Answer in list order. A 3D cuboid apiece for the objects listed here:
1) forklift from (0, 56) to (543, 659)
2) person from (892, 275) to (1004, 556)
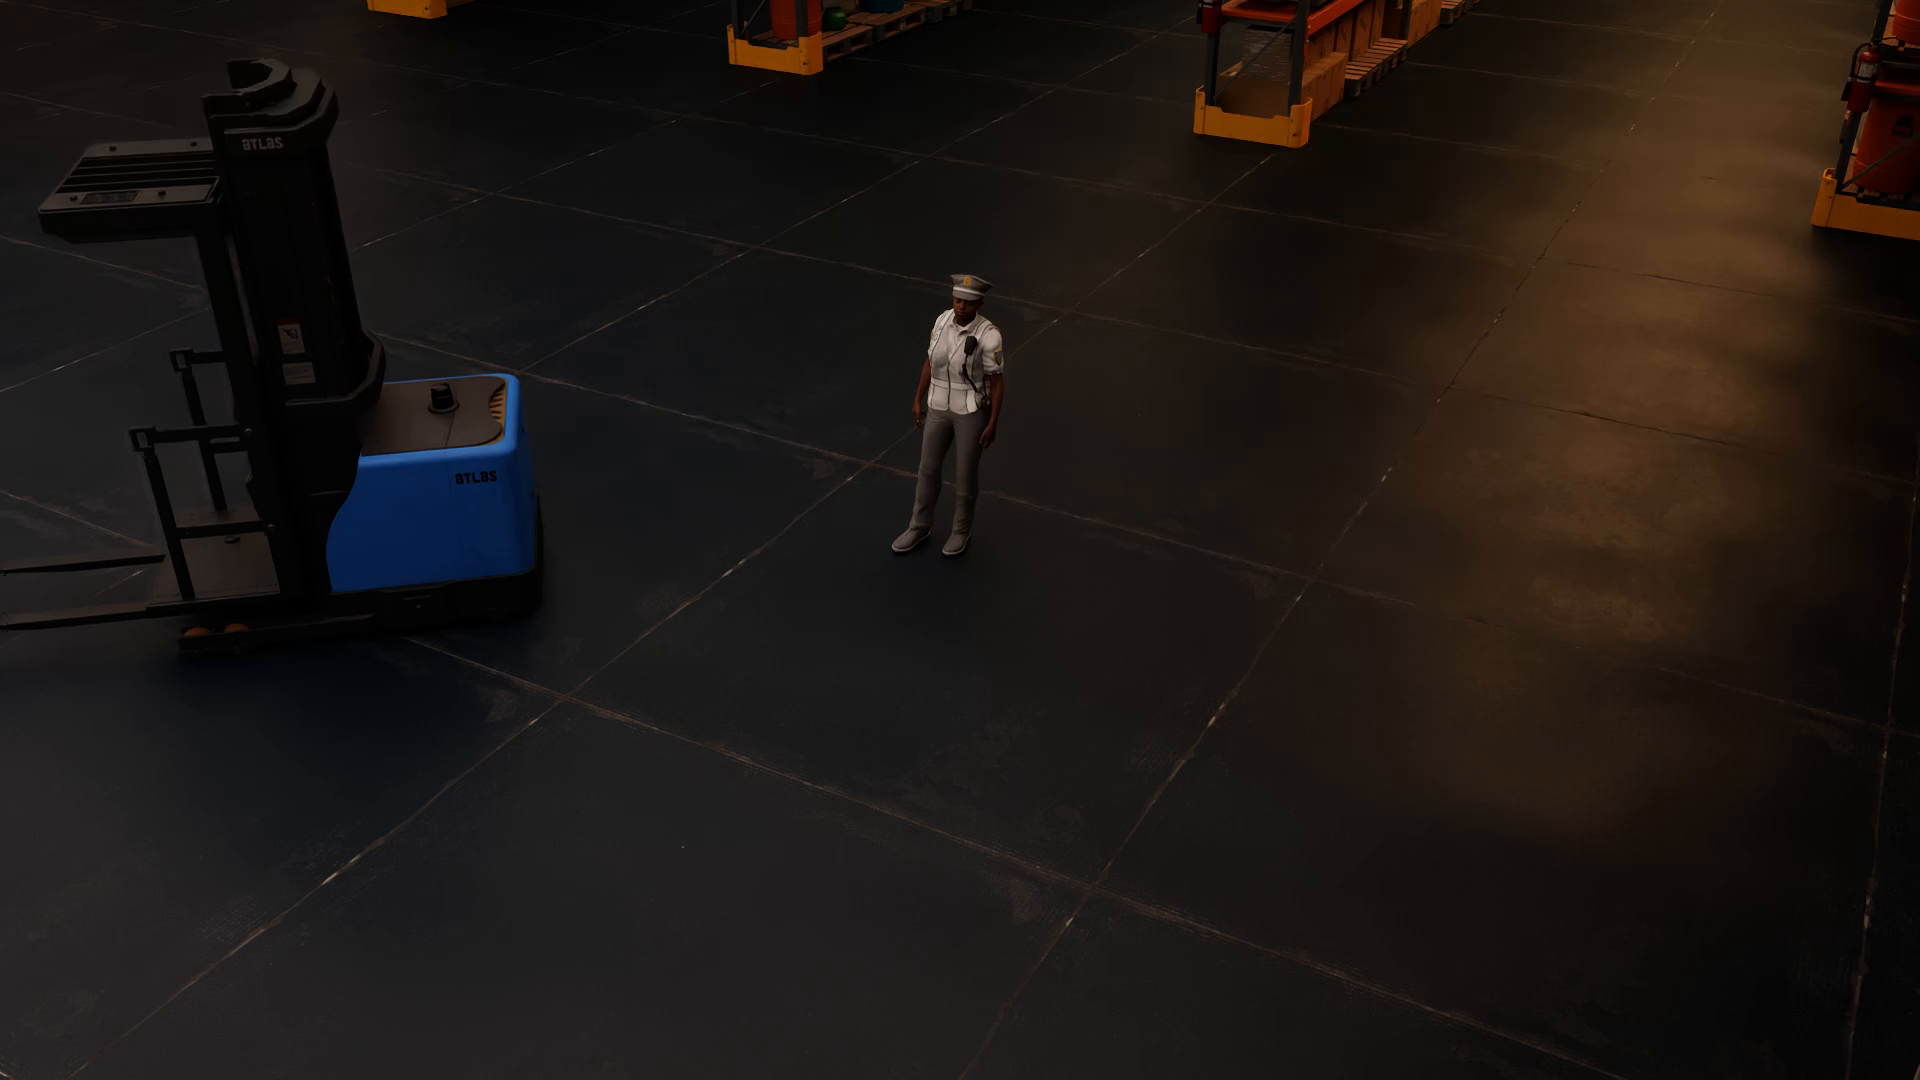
[{"bbox_3d":[-3.901,-0.922,8.668,3.031,2.935,1.130,-6,31,-10],"label":"forklift"},{"bbox_3d":[-0.053,-0.712,9.527,0.570,1.697,0.528,15,33,25],"label":"person"}]
